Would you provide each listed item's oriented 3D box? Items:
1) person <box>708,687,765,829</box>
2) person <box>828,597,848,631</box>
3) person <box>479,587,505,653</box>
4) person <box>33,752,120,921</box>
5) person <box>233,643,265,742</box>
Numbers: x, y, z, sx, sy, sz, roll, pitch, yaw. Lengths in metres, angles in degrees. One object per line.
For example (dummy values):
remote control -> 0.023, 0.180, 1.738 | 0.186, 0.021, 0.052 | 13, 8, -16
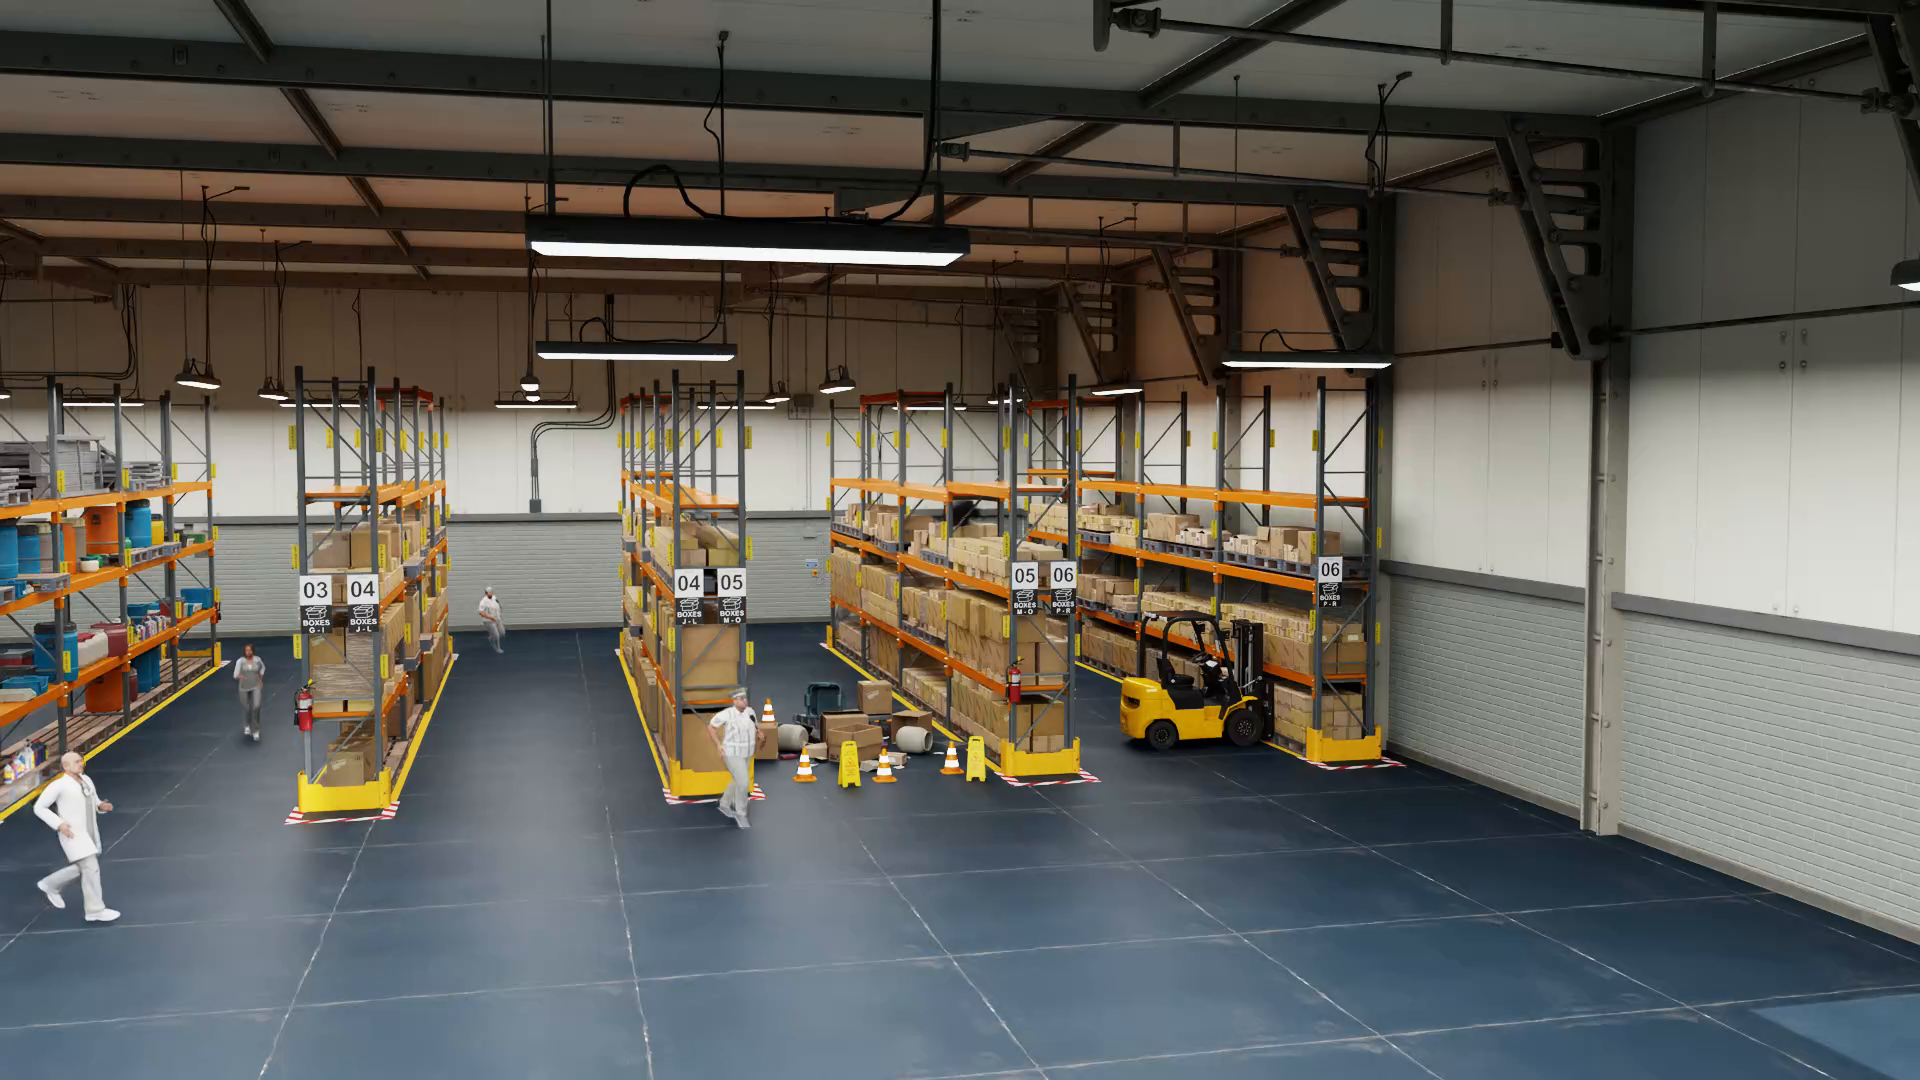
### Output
person -> -2.888, 2.838, 21.752 | 0.785, 1.850, 0.643 | 2, 4, 35
person -> -2.959, 1.693, 41.713 | 0.721, 1.703, 0.625 | 0, 3, 5
person -> -11.068, 1.884, 39.182 | 0.548, 1.584, 0.687 | 2, 4, 31
person -> -9.228, 3.083, 17.342 | 0.979, 1.752, 0.719 | 0, 3, 7
person -> -11.918, 2.545, 27.895 | 0.490, 1.644, 0.777 | -1, 4, -23
